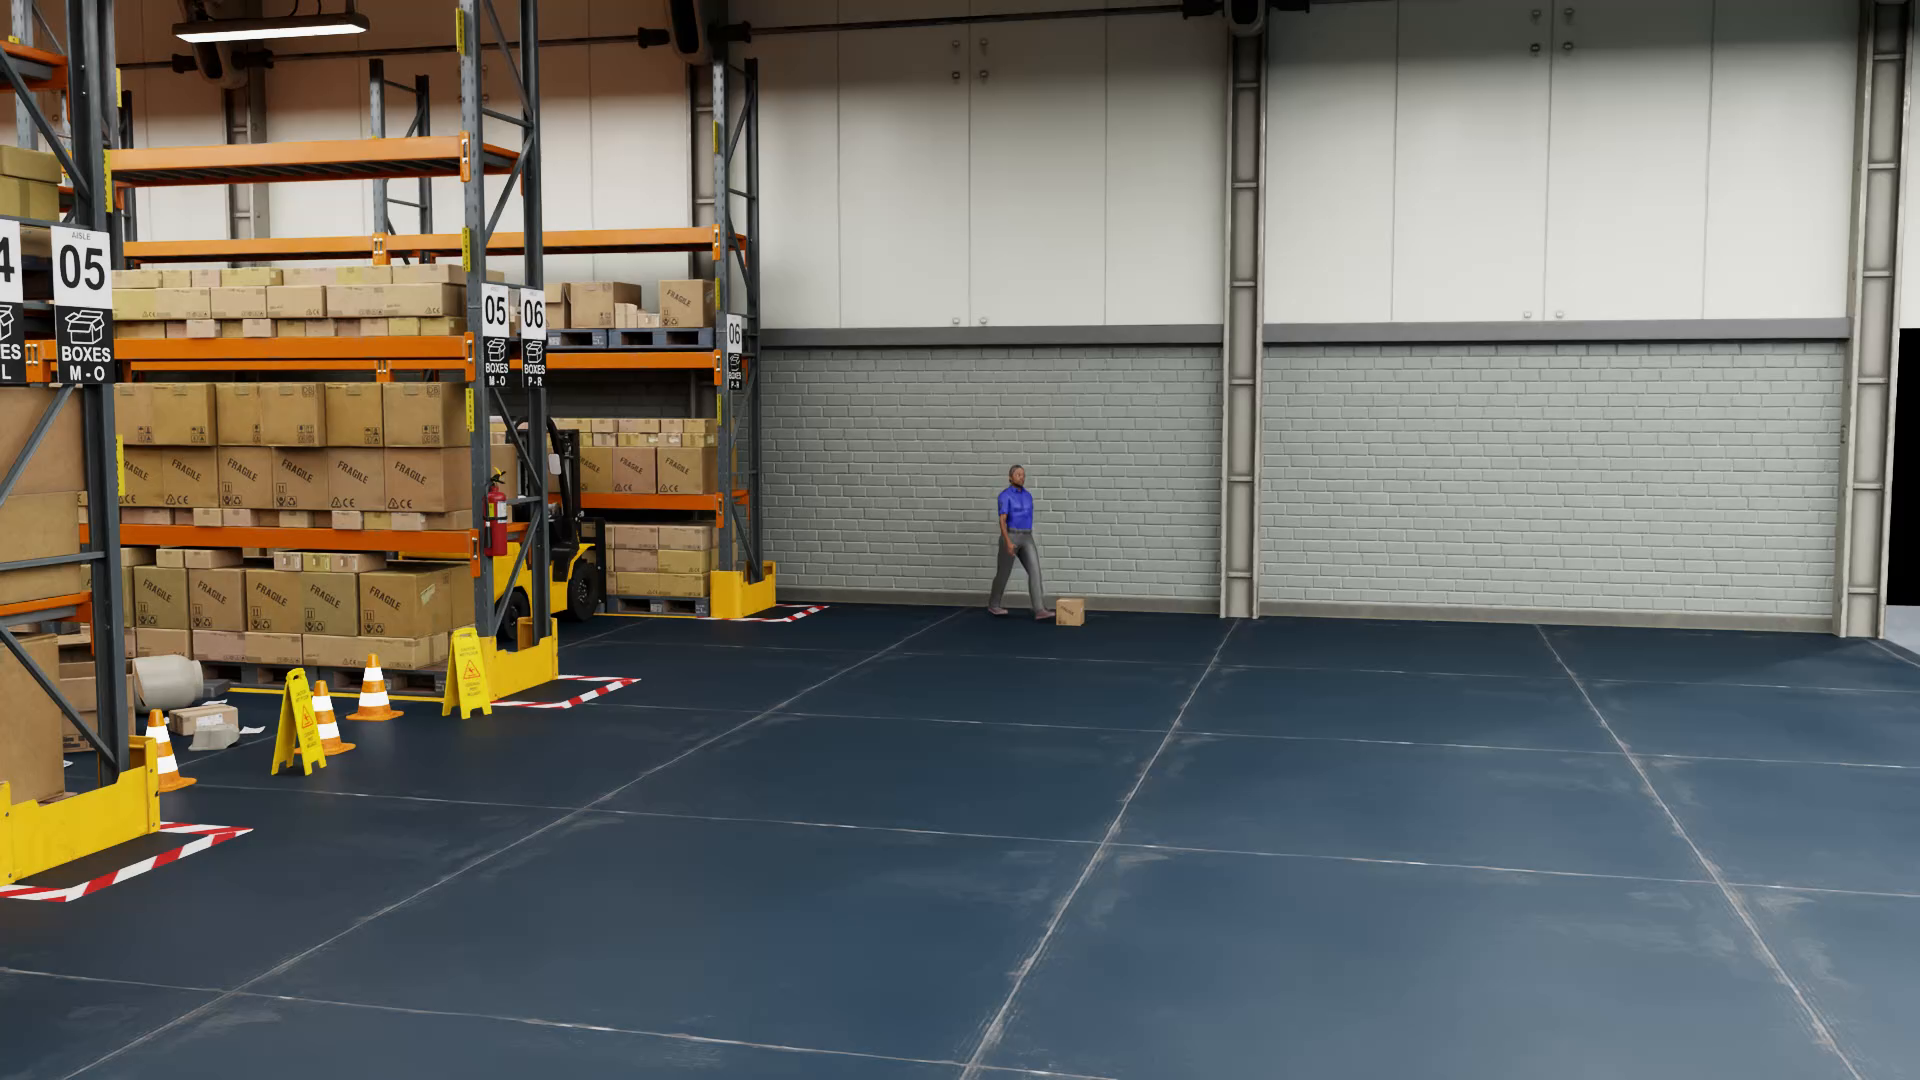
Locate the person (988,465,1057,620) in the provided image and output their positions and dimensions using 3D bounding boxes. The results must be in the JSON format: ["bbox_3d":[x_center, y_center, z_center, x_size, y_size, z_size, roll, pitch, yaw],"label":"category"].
[{"bbox_3d":[0.626,0.024,17.326,0.478,1.605,0.958,-3,6,-30],"label":"person"}]
